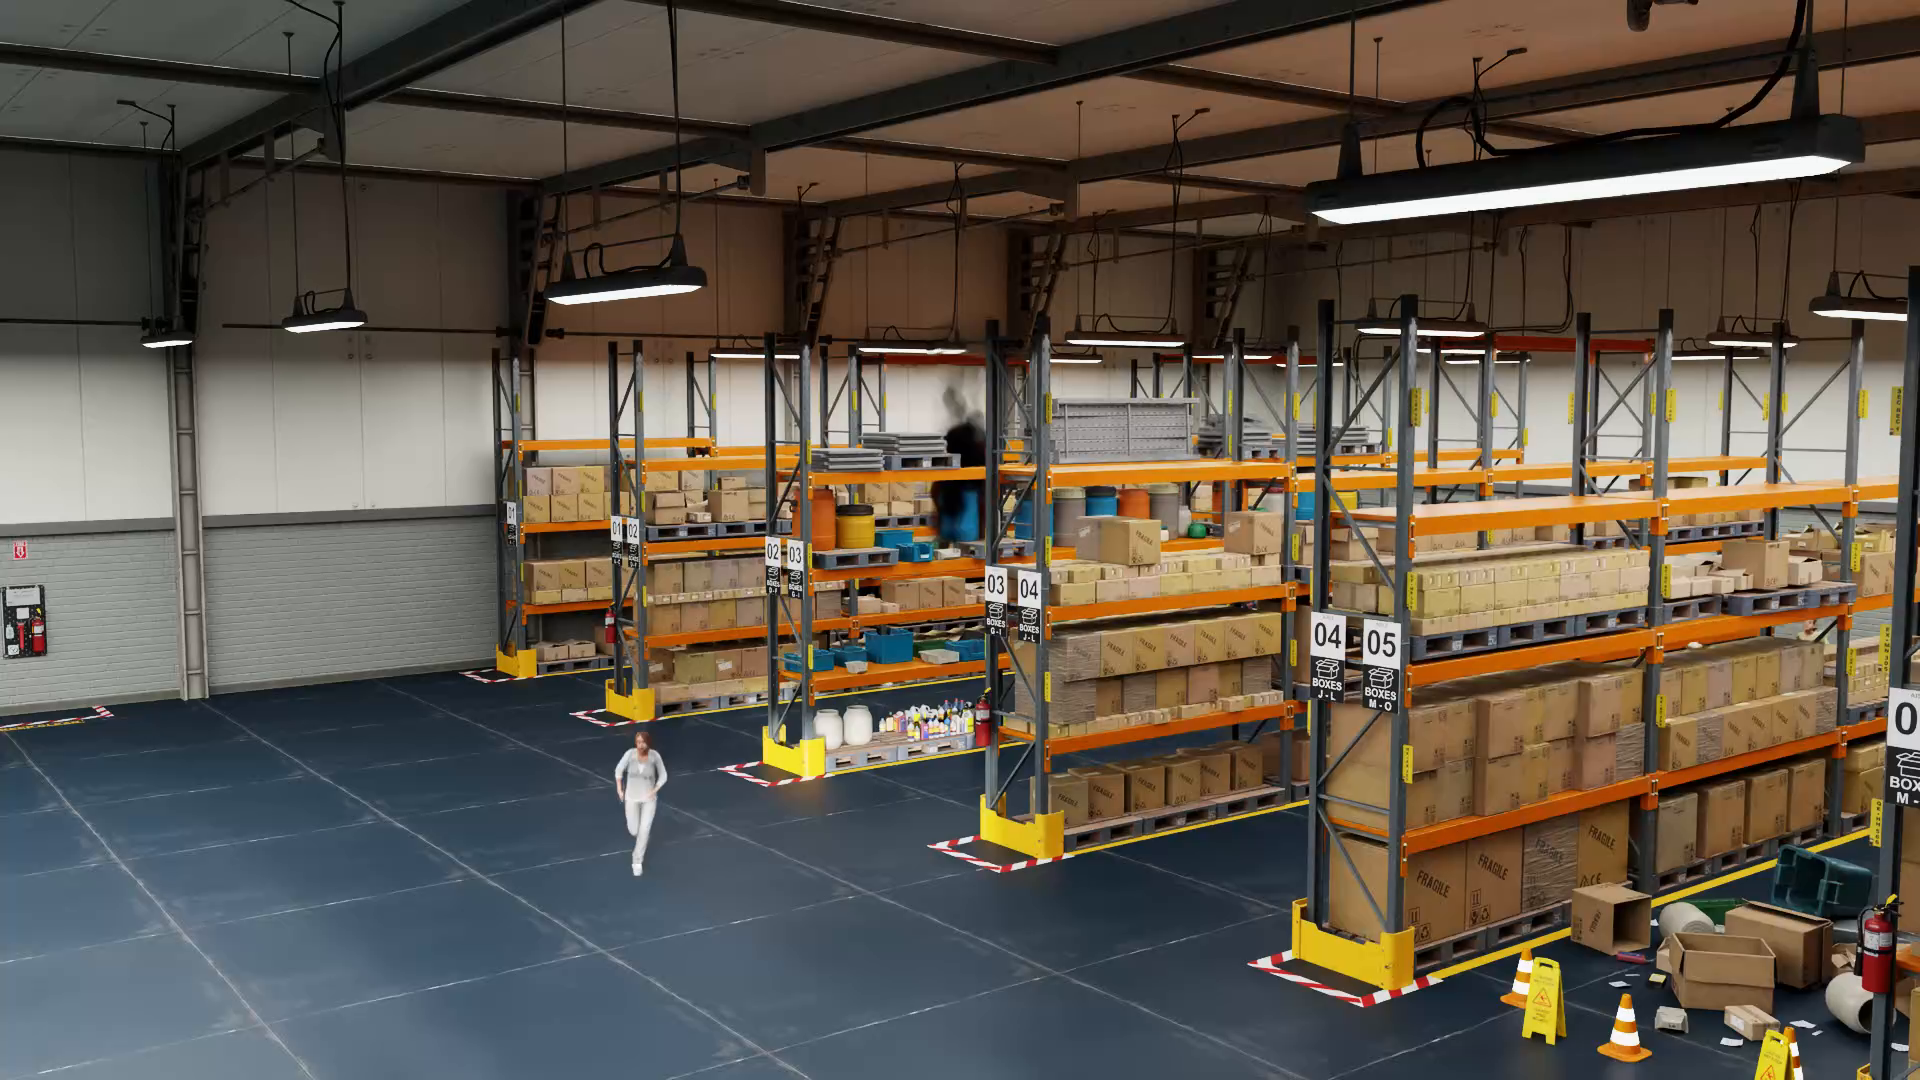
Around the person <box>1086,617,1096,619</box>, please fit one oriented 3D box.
[{"bbox_3d":[2.346,1.801,28.445,0.984,1.753,0.725,-4,6,-36],"label":"person"}]

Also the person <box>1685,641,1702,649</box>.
[{"bbox_3d":[10.046,2.267,22.950,0.603,1.739,0.664,-5,7,-43],"label":"person"}]

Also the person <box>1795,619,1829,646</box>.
[{"bbox_3d":[13.525,2.016,26.456,0.594,1.639,0.835,5,7,44],"label":"person"}]

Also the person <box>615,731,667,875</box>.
[{"bbox_3d":[-3.471,2.823,18.132,0.556,1.561,0.662,0,5,-4],"label":"person"}]
